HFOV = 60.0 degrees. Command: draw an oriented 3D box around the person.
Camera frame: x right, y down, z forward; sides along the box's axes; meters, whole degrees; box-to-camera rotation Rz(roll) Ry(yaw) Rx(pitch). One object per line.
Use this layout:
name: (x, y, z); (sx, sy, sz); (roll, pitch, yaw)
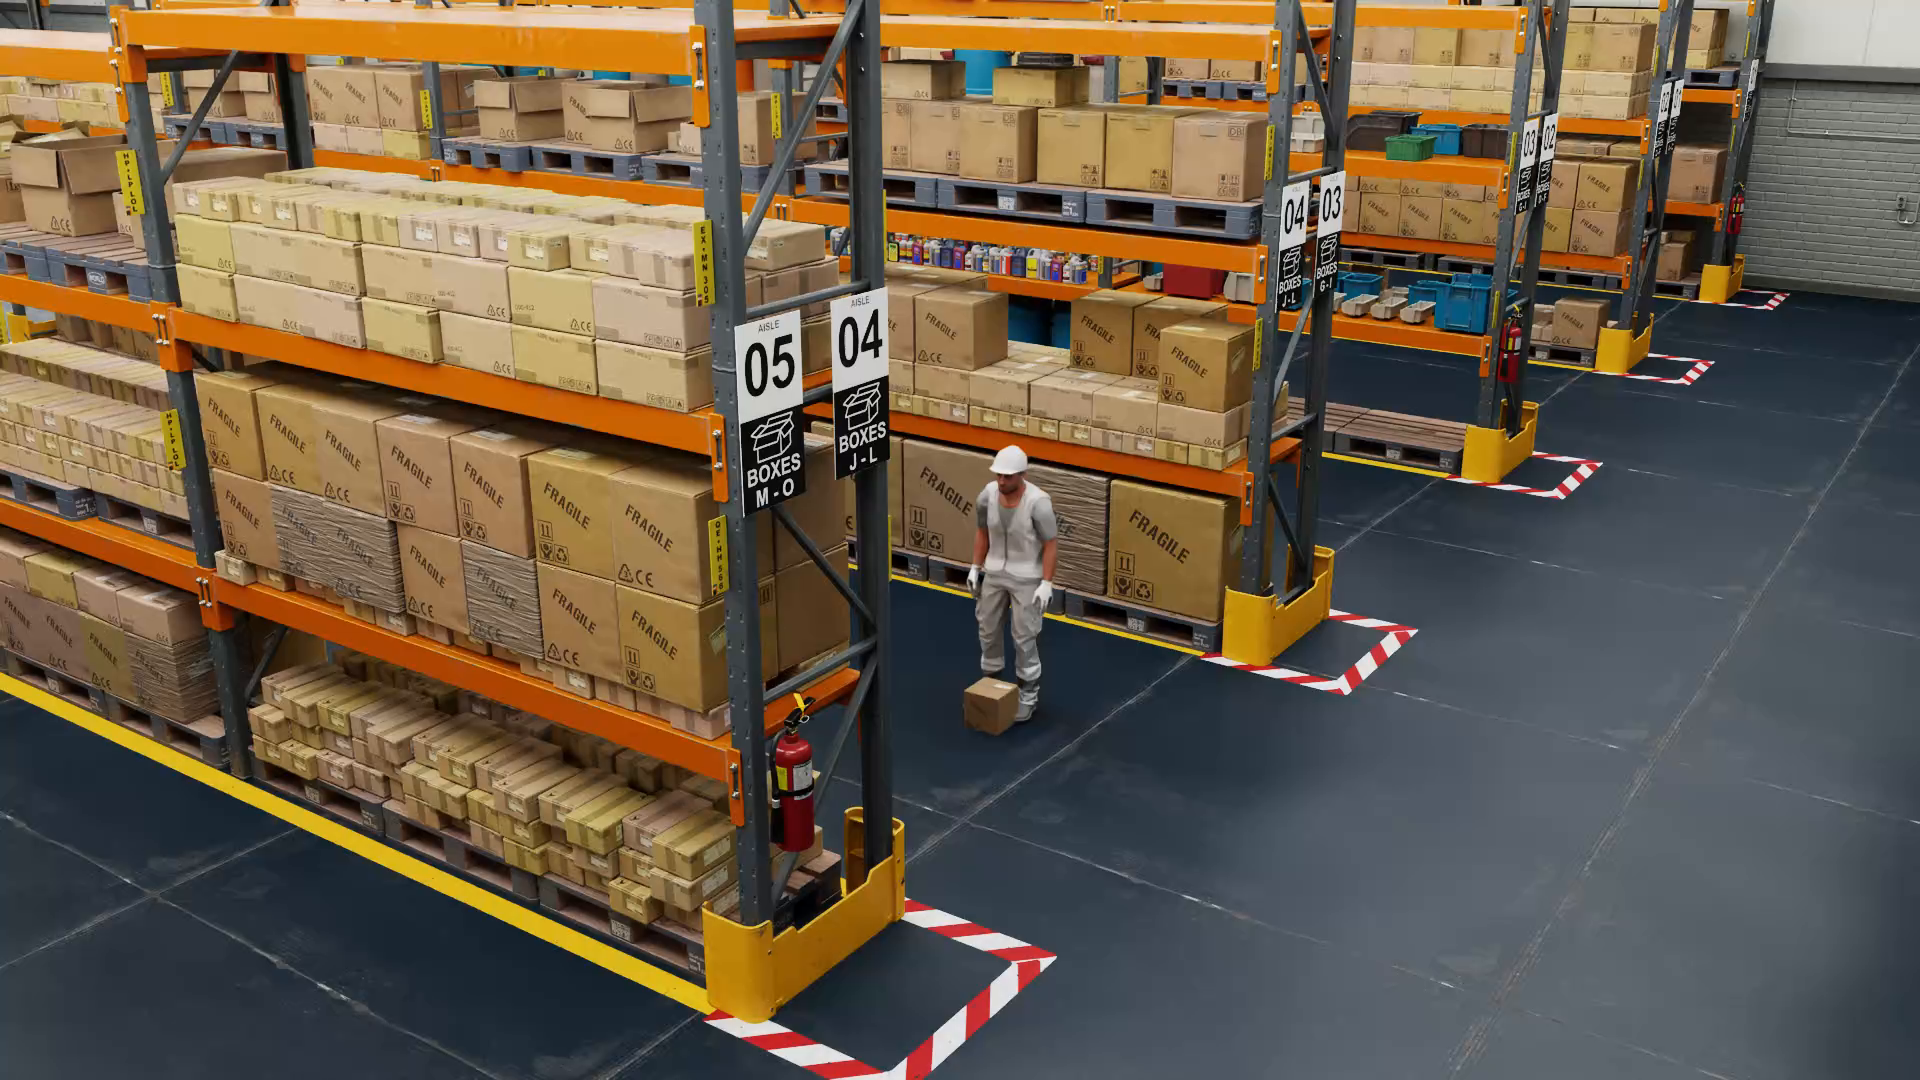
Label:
person: (0.316, 0.255, 10.334); (0.595, 1.778, 0.449); (12, 23, 30)
